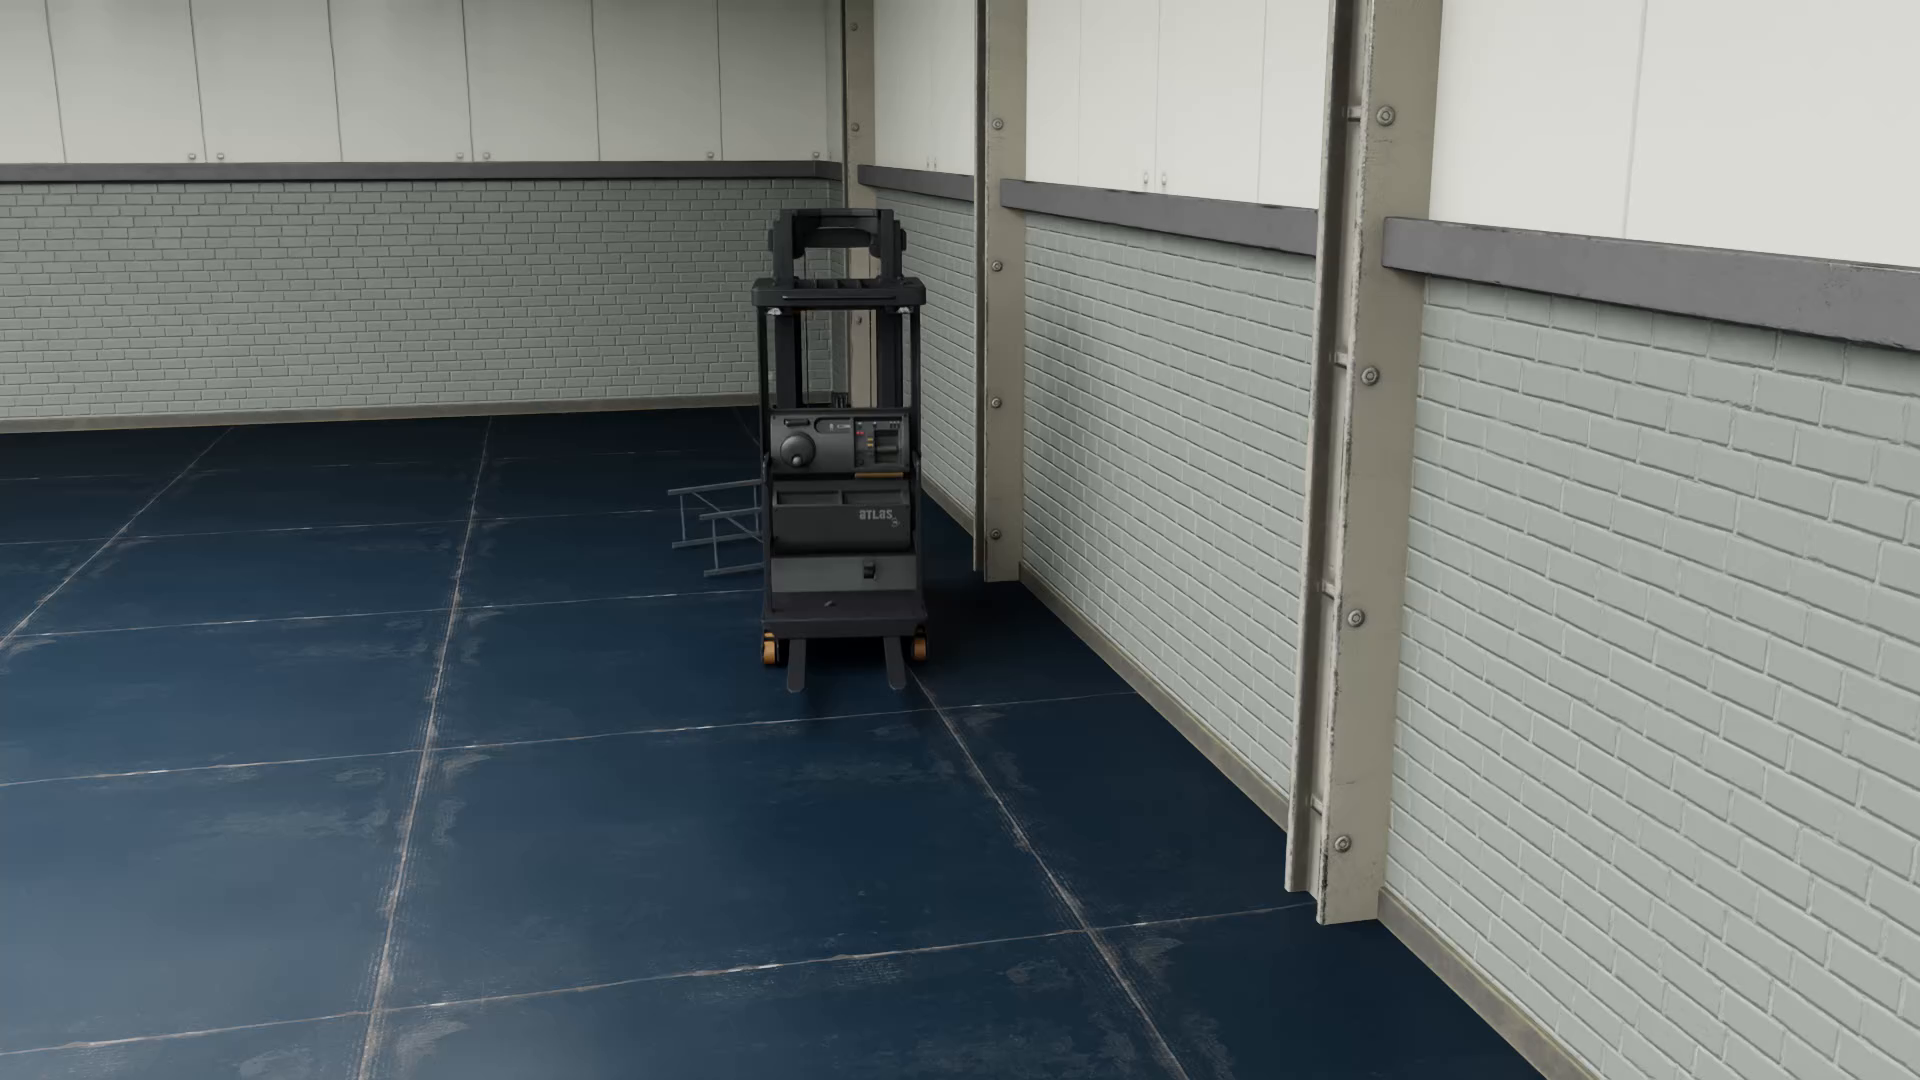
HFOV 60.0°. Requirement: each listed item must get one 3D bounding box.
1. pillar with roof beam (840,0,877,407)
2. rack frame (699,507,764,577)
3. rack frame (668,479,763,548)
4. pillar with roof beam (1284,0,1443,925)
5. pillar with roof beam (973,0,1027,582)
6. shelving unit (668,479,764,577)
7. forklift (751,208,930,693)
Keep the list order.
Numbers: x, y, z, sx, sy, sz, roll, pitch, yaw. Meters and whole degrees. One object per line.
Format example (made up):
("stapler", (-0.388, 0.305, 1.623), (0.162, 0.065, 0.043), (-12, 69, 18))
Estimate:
("pillar with roof beam", (-5.291, -5.239, 16.910), (9.100, 9.000, 0.400), (-3, 14, -13))
("rack frame", (-1.341, -0.052, 13.364), (1.500, 0.500, 0.032), (-8, 16, -22))
("rack frame", (-1.747, -0.273, 14.269), (1.500, 0.500, 0.032), (-8, 16, -22))
("pillar with roof beam", (-2.472, -2.471, 5.579), (9.100, 9.000, 0.400), (-3, 14, -13))
("pillar with roof beam", (-3.881, -3.855, 11.245), (9.100, 9.000, 0.400), (-3, 14, -13))
("shelving unit", (-1.540, -0.161, 13.809), (1.500, 0.587, 1.083), (-8, 16, -22))
("forklift", (-0.788, -0.674, 11.012), (1.130, 2.935, 3.031), (-1, 14, -4))
